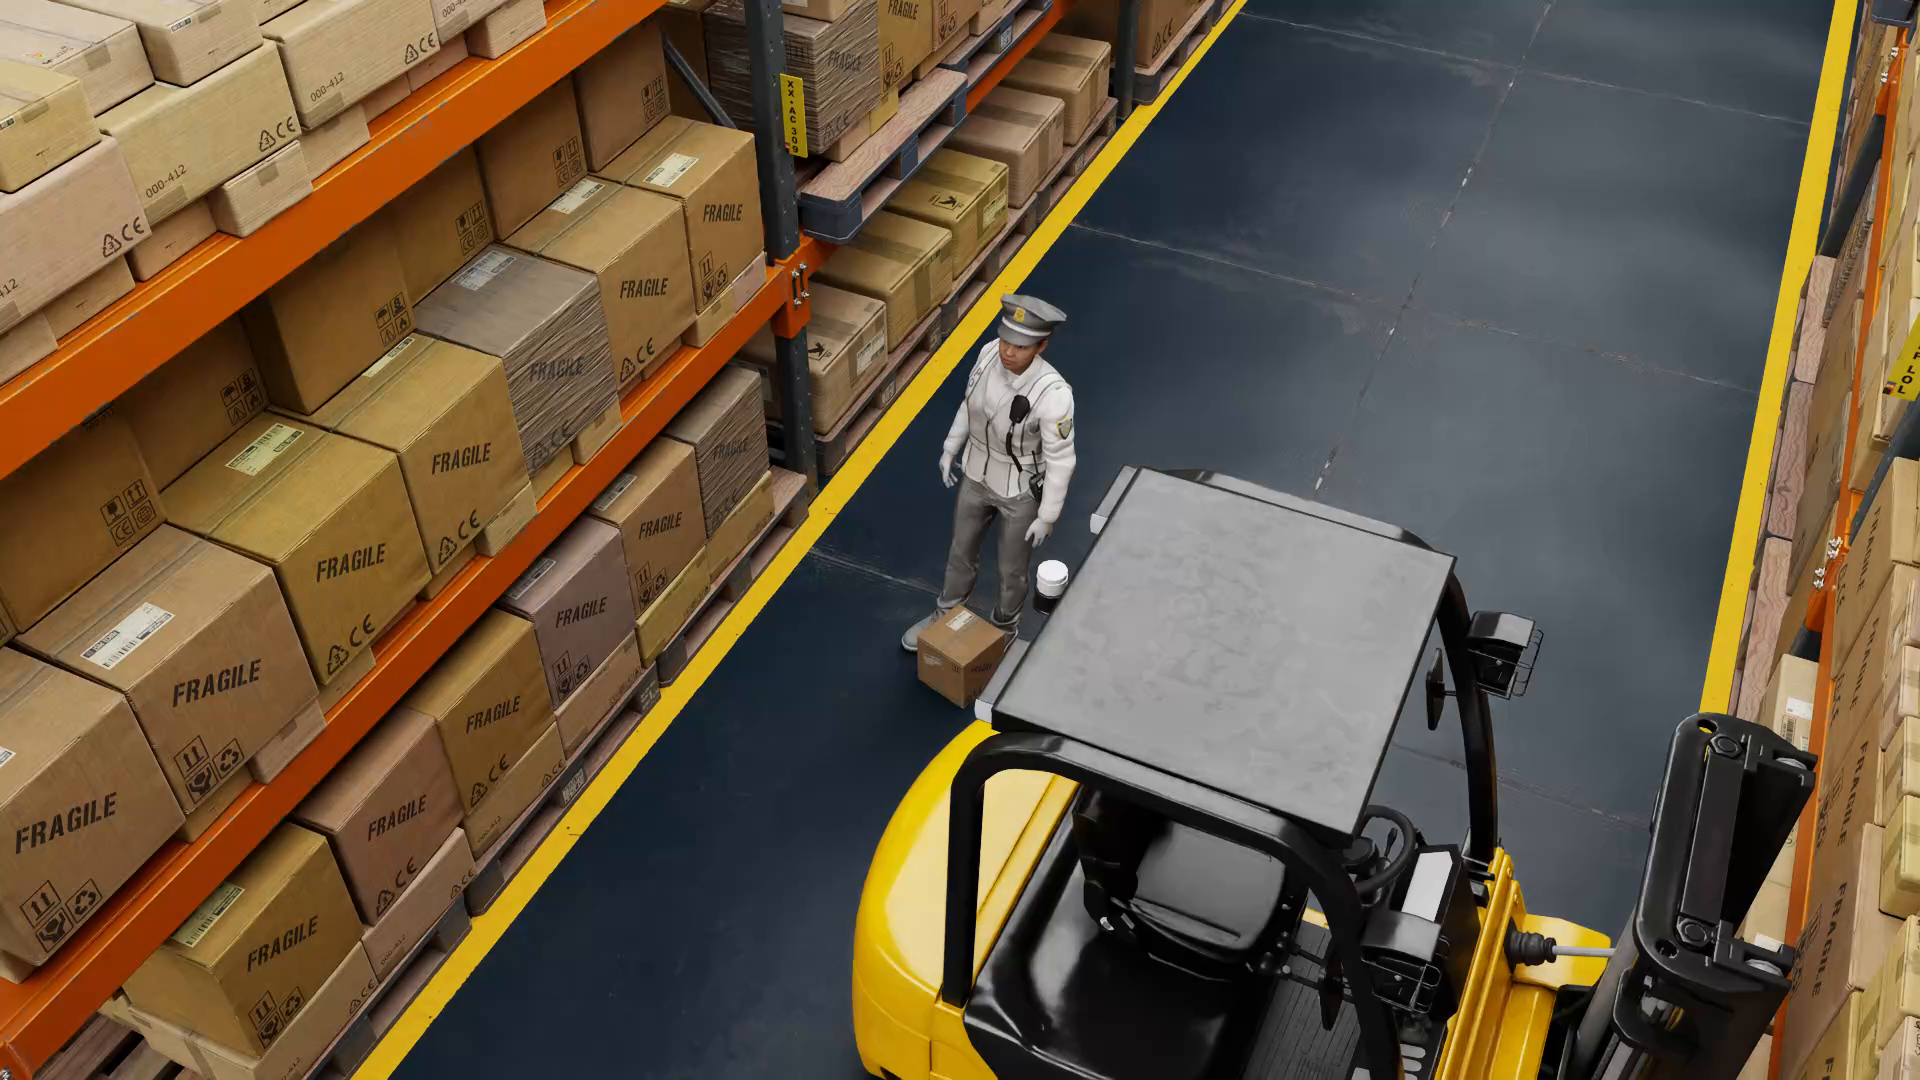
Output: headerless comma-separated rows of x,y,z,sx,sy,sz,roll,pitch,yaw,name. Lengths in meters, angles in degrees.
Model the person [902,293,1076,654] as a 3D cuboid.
0.126,-0.186,6.327,0.588,1.696,0.531,33,52,31,person
